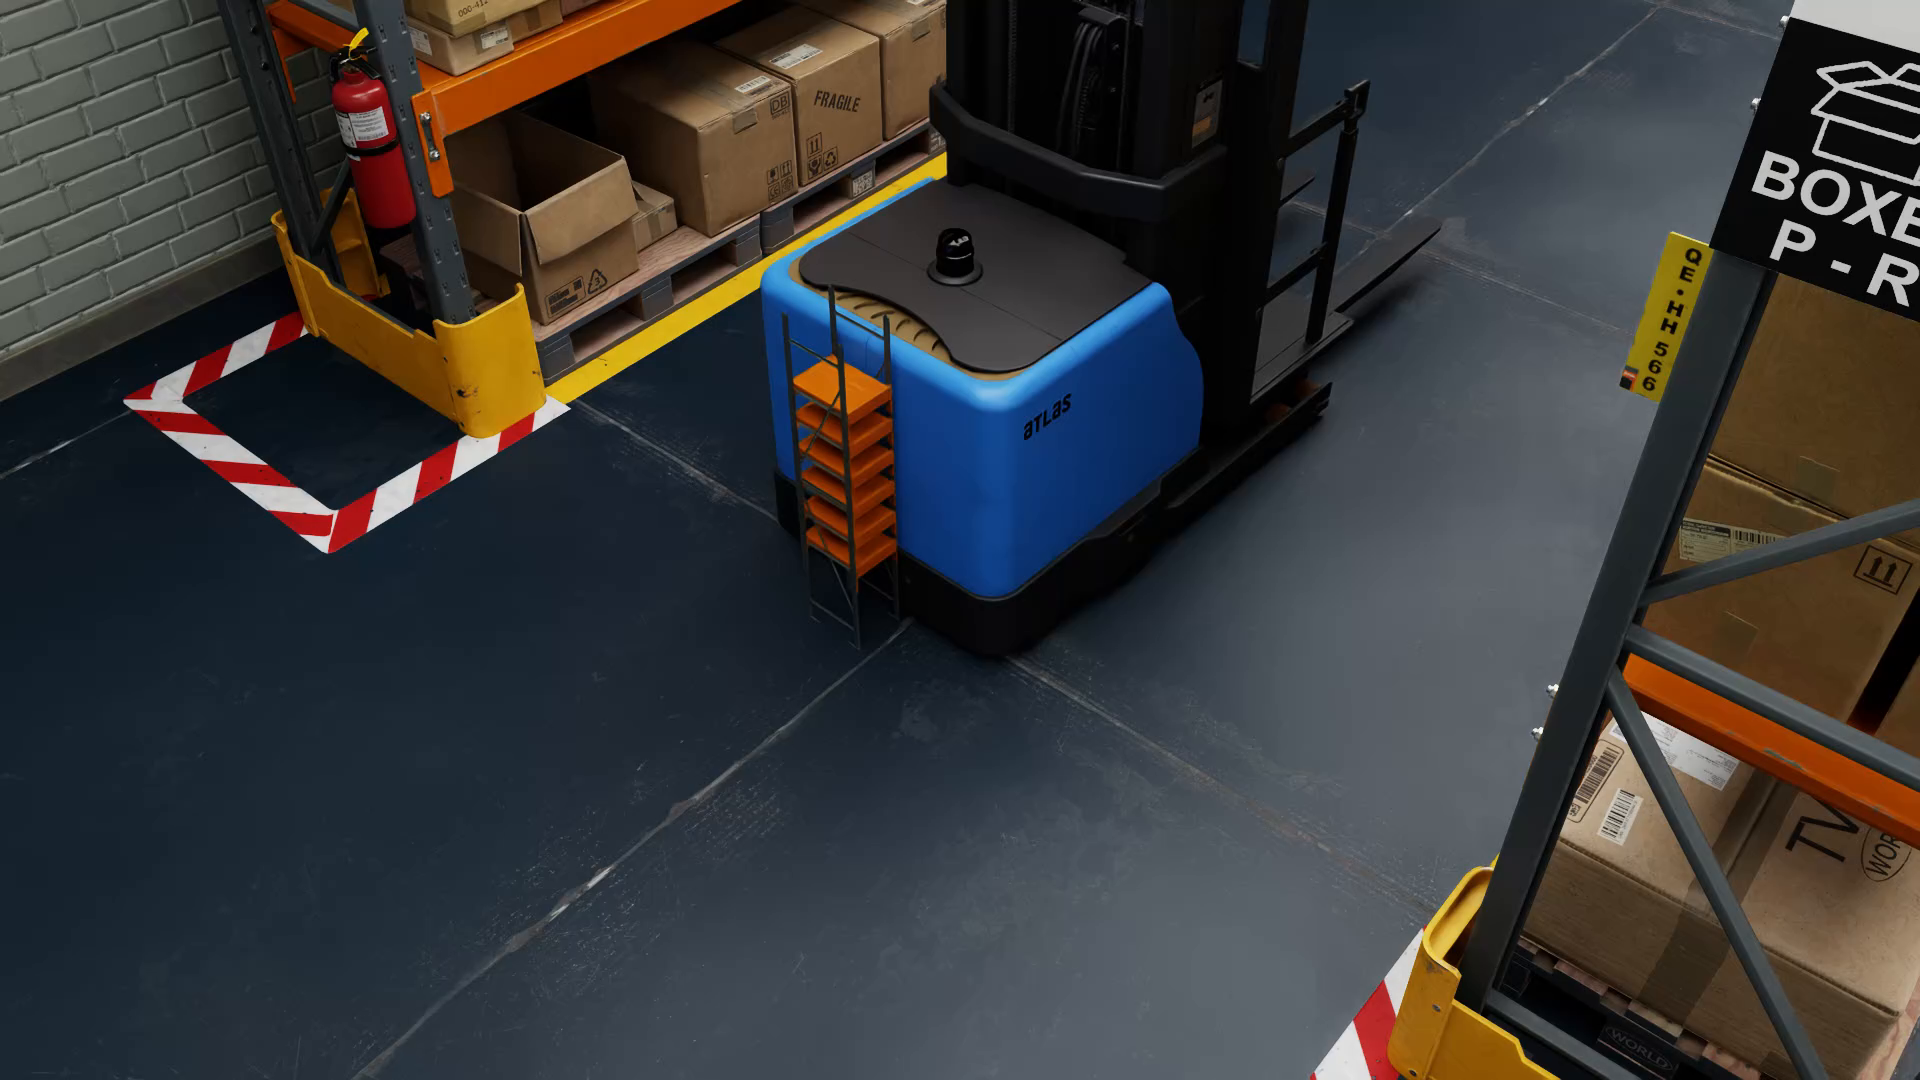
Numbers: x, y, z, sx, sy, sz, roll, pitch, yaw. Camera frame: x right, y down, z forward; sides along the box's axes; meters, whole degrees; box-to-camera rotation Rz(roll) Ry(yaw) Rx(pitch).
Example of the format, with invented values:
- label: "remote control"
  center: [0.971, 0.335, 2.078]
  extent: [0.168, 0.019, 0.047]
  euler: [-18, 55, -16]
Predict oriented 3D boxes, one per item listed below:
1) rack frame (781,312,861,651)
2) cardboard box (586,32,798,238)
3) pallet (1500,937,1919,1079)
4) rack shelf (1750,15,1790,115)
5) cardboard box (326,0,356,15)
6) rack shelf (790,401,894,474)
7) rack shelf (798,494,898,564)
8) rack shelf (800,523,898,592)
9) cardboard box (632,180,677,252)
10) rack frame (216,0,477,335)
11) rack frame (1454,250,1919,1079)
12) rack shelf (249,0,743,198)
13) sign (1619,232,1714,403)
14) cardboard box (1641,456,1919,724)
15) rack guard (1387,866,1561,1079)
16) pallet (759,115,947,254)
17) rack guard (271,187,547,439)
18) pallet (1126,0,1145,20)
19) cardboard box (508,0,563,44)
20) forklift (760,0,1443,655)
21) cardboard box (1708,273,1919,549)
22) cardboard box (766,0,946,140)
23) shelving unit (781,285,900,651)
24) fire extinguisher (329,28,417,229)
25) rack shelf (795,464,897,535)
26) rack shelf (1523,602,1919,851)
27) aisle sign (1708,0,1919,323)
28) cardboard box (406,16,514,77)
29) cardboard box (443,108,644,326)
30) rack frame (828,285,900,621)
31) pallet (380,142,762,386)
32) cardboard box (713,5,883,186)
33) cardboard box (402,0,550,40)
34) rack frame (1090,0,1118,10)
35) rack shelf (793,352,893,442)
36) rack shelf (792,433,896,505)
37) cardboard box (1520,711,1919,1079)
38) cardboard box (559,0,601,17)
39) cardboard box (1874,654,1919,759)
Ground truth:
- label: "rack frame"
  center: [-0.411, -0.140, 5.013]
  extent: [0.240, 1.200, 0.006]
  euler: [31, 51, 30]
- label: "cardboard box"
  center: [-1.108, -1.697, 6.933]
  extent: [0.700, 0.500, 0.500]
  euler: [32, 51, 30]
- label: "pallet"
  center: [2.102, 0.964, 4.533]
  extent: [1.003, 0.211, 1.213]
  euler: [29, 50, 28]
- label: "rack shelf"
  center: [2.935, -1.496, 3.470]
  extent: [1.077, 0.370, 4.000]
  euler: [29, 50, 28]
- label: "cardboard box"
  center: [-2.146, -1.963, 5.866]
  extent: [0.380, 0.149, 0.250]
  euler: [29, 50, 28]
- label: "rack shelf"
  center: [-0.350, -0.331, 4.931]
  extent: [0.258, 0.103, 0.180]
  euler: [31, 51, 30]
- label: "rack shelf"
  center: [-0.350, -0.065, 5.174]
  extent: [0.258, 0.103, 0.180]
  euler: [31, 51, 30]
- label: "rack shelf"
  center: [-0.350, 0.024, 5.254]
  extent: [0.258, 0.103, 0.180]
  euler: [31, 51, 30]
- label: "cardboard box"
  center: [-1.385, -1.346, 6.807]
  extent: [0.380, 0.149, 0.250]
  euler: [28, 49, 27]
- label: "rack frame"
  center: [-2.154, -1.769, 5.466]
  extent: [1.000, 3.000, 0.127]
  euler: [29, 50, 28]
- label: "rack frame"
  center: [1.648, 0.378, 3.105]
  extent: [1.000, 3.000, 0.127]
  euler: [29, 50, 28]
- label: "rack shelf"
  center: [-0.867, -2.533, 6.841]
  extent: [1.077, 0.370, 4.000]
  euler: [29, 50, 28]
- label: "sign"
  center: [1.241, -0.380, 2.902]
  extent: [0.100, 0.325, 0.005]
  euler: [29, 50, 28]
- label: "cardboard box"
  center: [1.755, -0.022, 3.470]
  extent: [0.500, 0.500, 0.500]
  euler: [30, 50, 29]
- label: "rack guard"
  center: [1.632, 1.315, 3.932]
  extent: [1.175, 0.500, 0.348]
  euler: [29, 50, 28]
- label: "pallet"
  center: [-0.807, -1.813, 7.587]
  extent: [1.003, 0.211, 1.213]
  euler: [29, 50, 28]
- label: "rack guard"
  center: [-2.105, -0.884, 6.350]
  extent: [1.175, 0.500, 0.348]
  euler: [29, 50, 28]
- label: "pallet"
  center: [0.915, -3.232, 9.148]
  extent: [1.003, 0.211, 1.213]
  euler: [29, 50, 28]
- label: "cardboard box"
  center: [-1.604, -1.878, 5.772]
  extent: [0.380, 0.149, 0.250]
  euler: [31, 51, 29]
- label: "forklift"
  center: [0.733, -1.631, 5.365]
  extent: [1.130, 2.935, 3.031]
  euler: [31, 51, 30]
- label: "cardboard box"
  center: [1.776, -0.380, 3.121]
  extent: [0.500, 0.500, 0.500]
  euler: [31, 51, 30]
- label: "cardboard box"
  center: [-0.440, -2.232, 7.520]
  extent: [0.700, 0.500, 0.500]
  euler: [28, 49, 27]
- label: "shelving unit"
  center: [-0.350, -0.186, 5.063]
  extent: [0.258, 1.200, 0.189]
  euler: [31, 51, 30]
- label: "fire extinguisher"
  center: [-1.895, -1.327, 5.314]
  extent: [0.296, 0.674, 0.183]
  euler: [29, 50, 28]
- label: "rack shelf"
  center: [-0.350, -0.153, 5.093]
  extent: [0.258, 0.103, 0.180]
  euler: [31, 51, 30]
- label: "rack shelf"
  center: [2.935, -0.386, 4.479]
  extent: [1.077, 0.370, 4.000]
  euler: [29, 50, 28]
- label: "aisle sign"
  center: [1.364, -0.681, 2.337]
  extent: [0.394, 0.787, 0.004]
  euler: [29, 50, 28]
- label: "cardboard box"
  center: [-1.732, -1.727, 5.606]
  extent: [0.380, 0.149, 0.250]
  euler: [29, 50, 28]
- label: "cardboard box"
  center: [-1.688, -1.275, 6.466]
  extent: [0.797, 0.503, 0.637]
  euler: [28, 49, 27]
- label: "rack frame"
  center: [-0.288, -0.232, 5.113]
  extent: [0.240, 1.200, 0.006]
  euler: [31, 51, 30]
- label: "pallet"
  center: [-1.593, -1.187, 6.899]
  extent: [1.003, 0.211, 1.213]
  euler: [29, 50, 28]
- label: "cardboard box"
  center: [-0.691, -1.926, 7.184]
  extent: [0.500, 0.500, 0.500]
  euler: [30, 50, 29]
- label: "cardboard box"
  center: [-1.656, -1.941, 5.545]
  extent: [0.500, 0.250, 0.500]
  euler: [30, 50, 29]
- label: "rack frame"
  center: [0.420, -3.829, 7.731]
  extent: [1.000, 3.000, 0.127]
  euler: [29, 50, 28]
- label: "rack shelf"
  center: [-0.350, -0.420, 4.851]
  extent: [0.258, 0.103, 0.180]
  euler: [31, 51, 30]
- label: "rack shelf"
  center: [-0.350, -0.242, 5.012]
  extent: [0.258, 0.103, 0.180]
  euler: [31, 51, 30]
- label: "cardboard box"
  center: [1.996, 0.787, 4.247]
  extent: [0.875, 0.438, 0.875]
  euler: [28, 49, 27]
- label: "cardboard box"
  center: [-1.462, -2.028, 5.938]
  extent: [0.380, 0.149, 0.250]
  euler: [29, 50, 28]
- label: "cardboard box"
  center: [2.176, 0.218, 3.206]
  extent: [0.500, 0.500, 0.500]
  euler: [29, 50, 28]
